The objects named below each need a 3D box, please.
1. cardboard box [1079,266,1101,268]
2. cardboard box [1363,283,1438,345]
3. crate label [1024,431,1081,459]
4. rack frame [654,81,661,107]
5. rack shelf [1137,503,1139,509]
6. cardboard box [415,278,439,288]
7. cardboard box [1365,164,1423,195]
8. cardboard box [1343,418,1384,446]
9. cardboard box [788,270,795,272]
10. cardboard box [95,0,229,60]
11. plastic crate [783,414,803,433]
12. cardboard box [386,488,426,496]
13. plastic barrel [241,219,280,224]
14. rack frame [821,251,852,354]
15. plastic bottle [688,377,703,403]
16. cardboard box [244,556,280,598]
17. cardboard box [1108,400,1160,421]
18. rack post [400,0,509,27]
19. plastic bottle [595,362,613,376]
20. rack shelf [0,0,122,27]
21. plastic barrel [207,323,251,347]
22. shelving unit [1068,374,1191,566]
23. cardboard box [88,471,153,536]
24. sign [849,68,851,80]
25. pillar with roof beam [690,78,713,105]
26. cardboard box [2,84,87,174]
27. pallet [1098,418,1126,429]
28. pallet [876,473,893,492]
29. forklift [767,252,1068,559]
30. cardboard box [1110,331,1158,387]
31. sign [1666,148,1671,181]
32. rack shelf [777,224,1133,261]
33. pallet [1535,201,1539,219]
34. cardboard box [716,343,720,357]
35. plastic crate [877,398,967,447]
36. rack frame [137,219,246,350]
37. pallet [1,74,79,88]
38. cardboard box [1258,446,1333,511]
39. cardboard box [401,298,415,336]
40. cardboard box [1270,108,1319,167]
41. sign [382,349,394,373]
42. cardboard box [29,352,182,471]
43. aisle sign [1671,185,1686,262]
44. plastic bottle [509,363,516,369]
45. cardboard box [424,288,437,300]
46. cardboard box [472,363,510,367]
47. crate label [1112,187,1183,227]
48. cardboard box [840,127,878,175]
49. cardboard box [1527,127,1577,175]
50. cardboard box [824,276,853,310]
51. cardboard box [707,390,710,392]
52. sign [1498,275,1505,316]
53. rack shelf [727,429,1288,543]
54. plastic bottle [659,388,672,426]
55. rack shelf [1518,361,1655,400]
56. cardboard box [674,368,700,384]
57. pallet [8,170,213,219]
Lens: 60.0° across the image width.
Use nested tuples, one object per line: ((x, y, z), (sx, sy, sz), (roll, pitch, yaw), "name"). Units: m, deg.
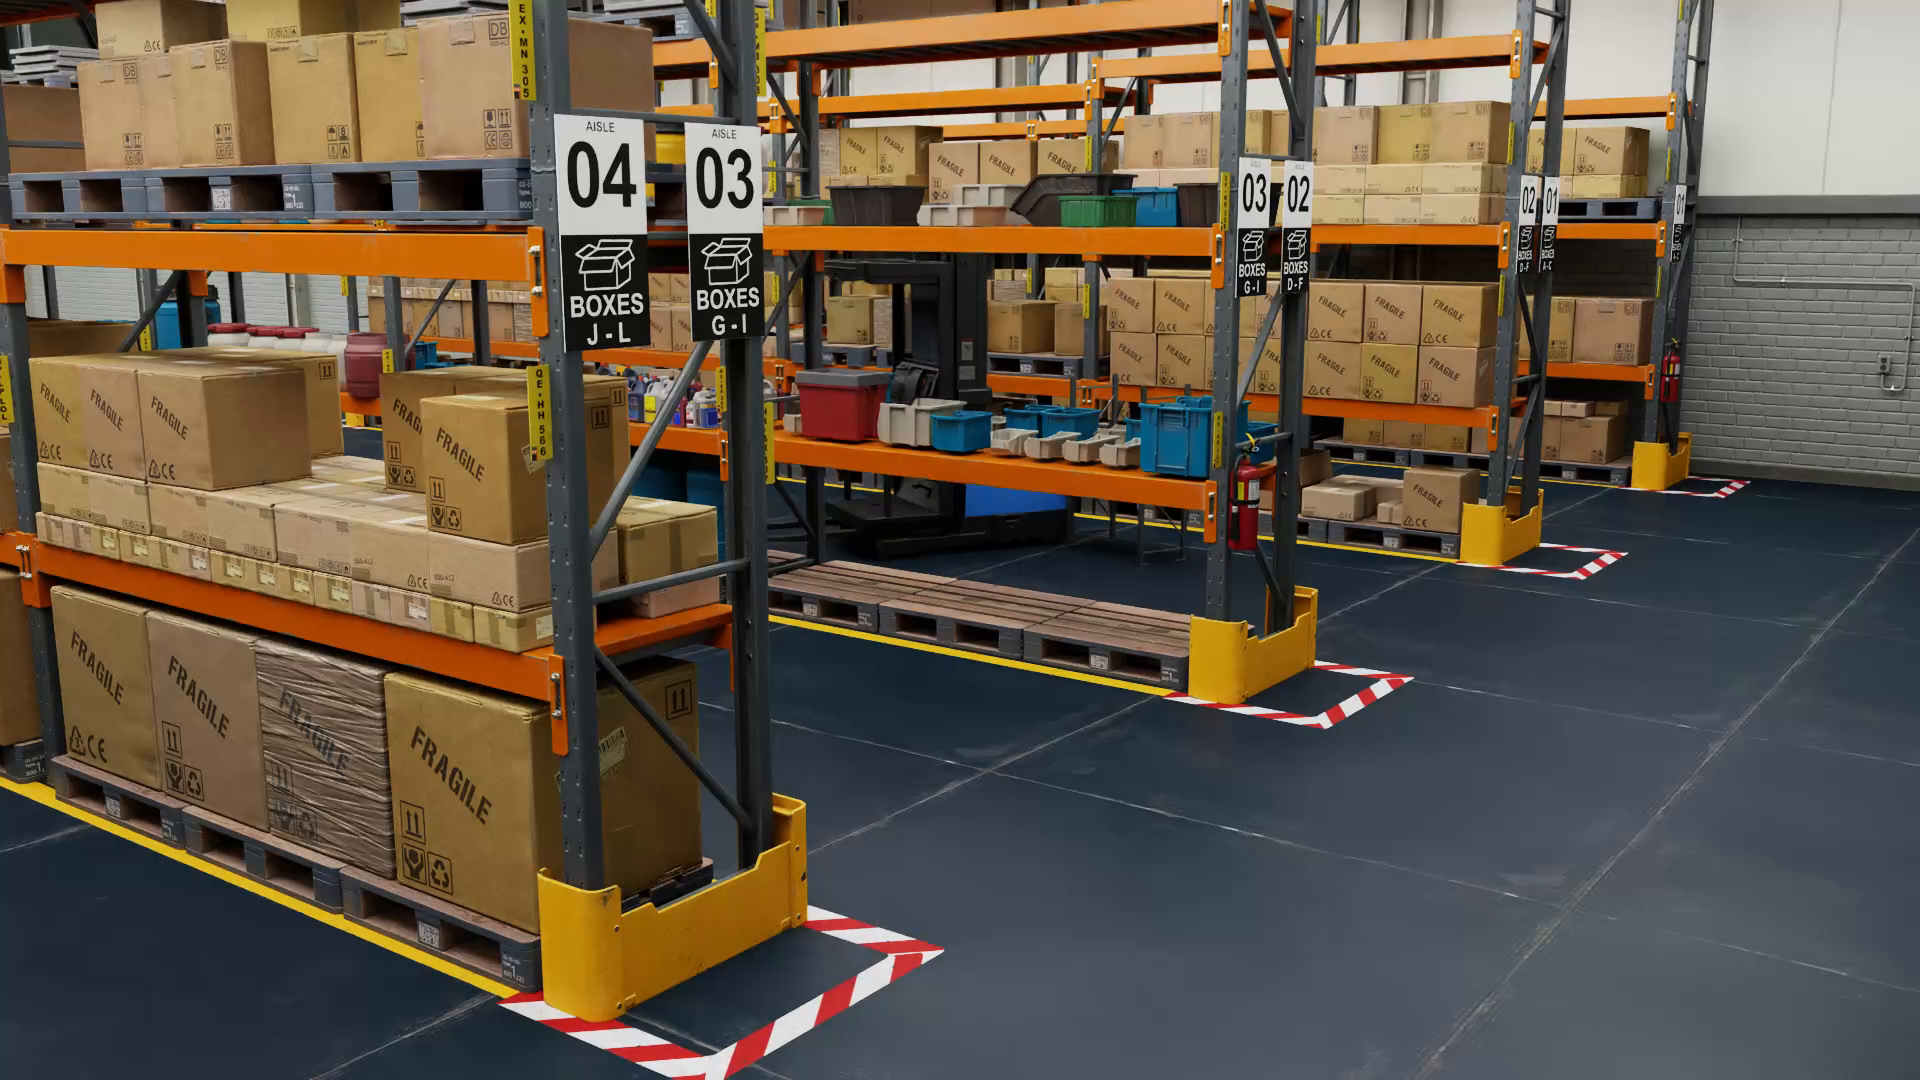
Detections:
((1.757, -3.570, 22.514), (0.500, 0.250, 0.500), (8, 14, 37), "cardboard box")
((3.828, -1.955, 14.341), (0.500, 0.500, 0.500), (8, 14, 37), "cardboard box")
((0.594, -0.619, 10.866), (0.243, 0.136, 0.396), (8, 13, 36), "crate label")
((-5.210, -6.853, 26.762), (0.127, 3.000, 1.000), (8, 13, 36), "rack frame")
((1.442, -0.451, 14.357), (0.538, 0.185, 1.000), (-7, 13, -30), "rack shelf")
((-6.894, -3.660, 22.371), (0.500, 0.500, 0.700), (8, 14, 36), "cardboard box")
((3.789, -3.070, 14.180), (0.500, 0.250, 0.500), (8, 13, 36), "cardboard box")
((5.004, -1.438, 20.040), (0.500, 0.500, 0.700), (8, 14, 36), "cardboard box")
((-2.656, -3.906, 25.690), (0.500, 0.500, 0.500), (8, 13, 35), "cardboard box")
((-3.579, -2.322, 7.632), (0.500, 0.250, 0.500), (7, 13, 32), "cardboard box")
((-1.111, -0.868, 12.154), (0.243, 0.136, 0.396), (8, 13, 36), "plastic crate")
((-2.163, -0.116, 7.345), (0.500, 0.250, 0.500), (7, 13, 34), "cardboard box")
((-6.785, -3.563, 16.331), (0.600, 0.901, 0.600), (0, 11, 0), "plastic barrel")
((-1.986, -3.458, 25.007), (0.127, 3.000, 1.000), (8, 13, 36), "rack frame")
((-2.161, -1.191, 13.596), (0.133, 0.283, 0.061), (8, 13, 36), "plastic bottle")
((-2.824, 0.128, 7.133), (0.250, 0.149, 0.380), (8, 14, 37), "cardboard box")
((2.455, -1.957, 21.802), (0.750, 0.750, 0.750), (8, 13, 35), "cardboard box")
((-4.018, -4.325, 13.892), (0.937, 0.300, 0.954), (8, 13, 36), "rack post")
((-3.023, -1.335, 14.161), (0.185, 0.351, 0.144), (8, 13, 36), "plastic bottle")
((-5.946, -2.904, 9.298), (4.000, 0.370, 1.077), (8, 13, 36), "rack shelf")
((-7.209, -1.867, 16.425), (0.433, 0.535, 0.433), (0, 11, 0), "plastic barrel")
((1.442, -0.627, 14.323), (0.538, 1.500, 1.048), (-7, 13, -30), "shelving unit")
((-3.712, -0.207, 7.812), (0.500, 0.250, 0.500), (8, 13, 35), "cardboard box")
((-1.662, -7.025, 24.776), (0.005, 0.325, 0.100), (8, 13, 36), "sign")
((-6.682, -6.248, 23.633), (0.548, 9.000, 9.100), (8, 13, 36), "pillar with roof beam")
((-4.807, -2.075, 8.594), (0.500, 0.500, 0.700), (8, 14, 37), "cardboard box")
((1.829, -1.539, 22.430), (1.213, 0.211, 1.003), (8, 13, 36), "pallet")
((-0.133, -0.653, 17.852), (1.213, 0.211, 1.003), (8, 13, 36), "pallet")
((-0.576, -1.390, 14.500), (3.031, 2.935, 1.130), (-5, 12, -23), "forklift")
((1.783, -1.750, 15.915), (0.500, 0.500, 0.500), (8, 14, 37), "cardboard box")
((7.354, -3.896, 17.251), (0.005, 0.325, 0.100), (8, 13, 36), "sign")
((-0.079, -3.144, 17.382), (4.000, 0.370, 1.077), (8, 13, 36), "rack shelf")
((6.094, -3.757, 18.889), (1.213, 0.211, 1.003), (8, 13, 36), "pallet")
((-2.580, -2.185, 19.088), (0.250, 0.149, 0.380), (8, 13, 36), "cardboard box")
((-0.280, -0.813, 11.491), (0.530, 0.282, 0.437), (8, 13, 36), "plastic crate")
((-7.850, -1.941, 17.168), (0.127, 3.000, 1.000), (8, 13, 36), "rack frame")
((-9.518, -4.823, 17.819), (1.213, 0.211, 1.003), (8, 13, 36), "pallet")
((3.050, -0.580, 15.544), (0.637, 0.503, 0.797), (8, 13, 36), "cardboard box")
((-7.344, -3.085, 22.817), (0.500, 0.500, 0.700), (8, 14, 37), "cardboard box")
((3.166, -3.598, 14.936), (0.500, 0.500, 0.700), (8, 13, 36), "cardboard box")
((-4.946, -1.487, 14.388), (0.005, 0.325, 0.100), (8, 13, 36), "sign")
((-4.099, -0.631, 8.033), (0.500, 0.500, 0.500), (8, 13, 36), "cardboard box")
((7.567, -3.331, 17.508), (0.004, 0.787, 0.394), (8, 13, 36), "aisle sign")
((-4.047, -1.454, 14.957), (0.133, 0.283, 0.061), (8, 13, 36), "plastic bottle")
((-6.911, -3.295, 22.193), (0.250, 0.149, 0.380), (8, 13, 35), "cardboard box")
((-6.220, -2.056, 21.919), (0.500, 0.500, 0.500), (8, 13, 36), "cardboard box")
((1.270, -2.145, 10.715), (0.502, 0.251, 0.408), (8, 13, 36), "crate label")
((-0.932, -4.155, 17.816), (0.500, 0.500, 0.500), (8, 13, 36), "cardboard box")
((6.538, -4.230, 18.151), (0.500, 0.500, 0.500), (8, 14, 37), "cardboard box")
((-1.596, -3.661, 24.633), (0.500, 0.500, 0.700), (8, 14, 36), "cardboard box")
((-3.192, -1.658, 20.360), (0.500, 0.311, 0.500), (8, 13, 35), "cardboard box")
((4.412, -1.991, 13.544), (0.005, 0.325, 0.100), (8, 13, 36), "sign")
((0.210, -0.464, 11.425), (4.000, 0.370, 1.077), (8, 13, 36), "rack shelf")
((-2.205, -1.017, 12.716), (0.135, 0.276, 0.152), (8, 13, 36), "plastic bottle")
((6.074, -1.981, 19.264), (4.000, 0.370, 1.077), (8, 13, 36), "rack shelf")
((-4.246, -2.648, 26.741), (0.500, 0.311, 0.500), (9, 14, 40), "cardboard box")
((-3.680, -1.619, 7.839), (1.213, 0.211, 1.003), (8, 13, 36), "pallet")
